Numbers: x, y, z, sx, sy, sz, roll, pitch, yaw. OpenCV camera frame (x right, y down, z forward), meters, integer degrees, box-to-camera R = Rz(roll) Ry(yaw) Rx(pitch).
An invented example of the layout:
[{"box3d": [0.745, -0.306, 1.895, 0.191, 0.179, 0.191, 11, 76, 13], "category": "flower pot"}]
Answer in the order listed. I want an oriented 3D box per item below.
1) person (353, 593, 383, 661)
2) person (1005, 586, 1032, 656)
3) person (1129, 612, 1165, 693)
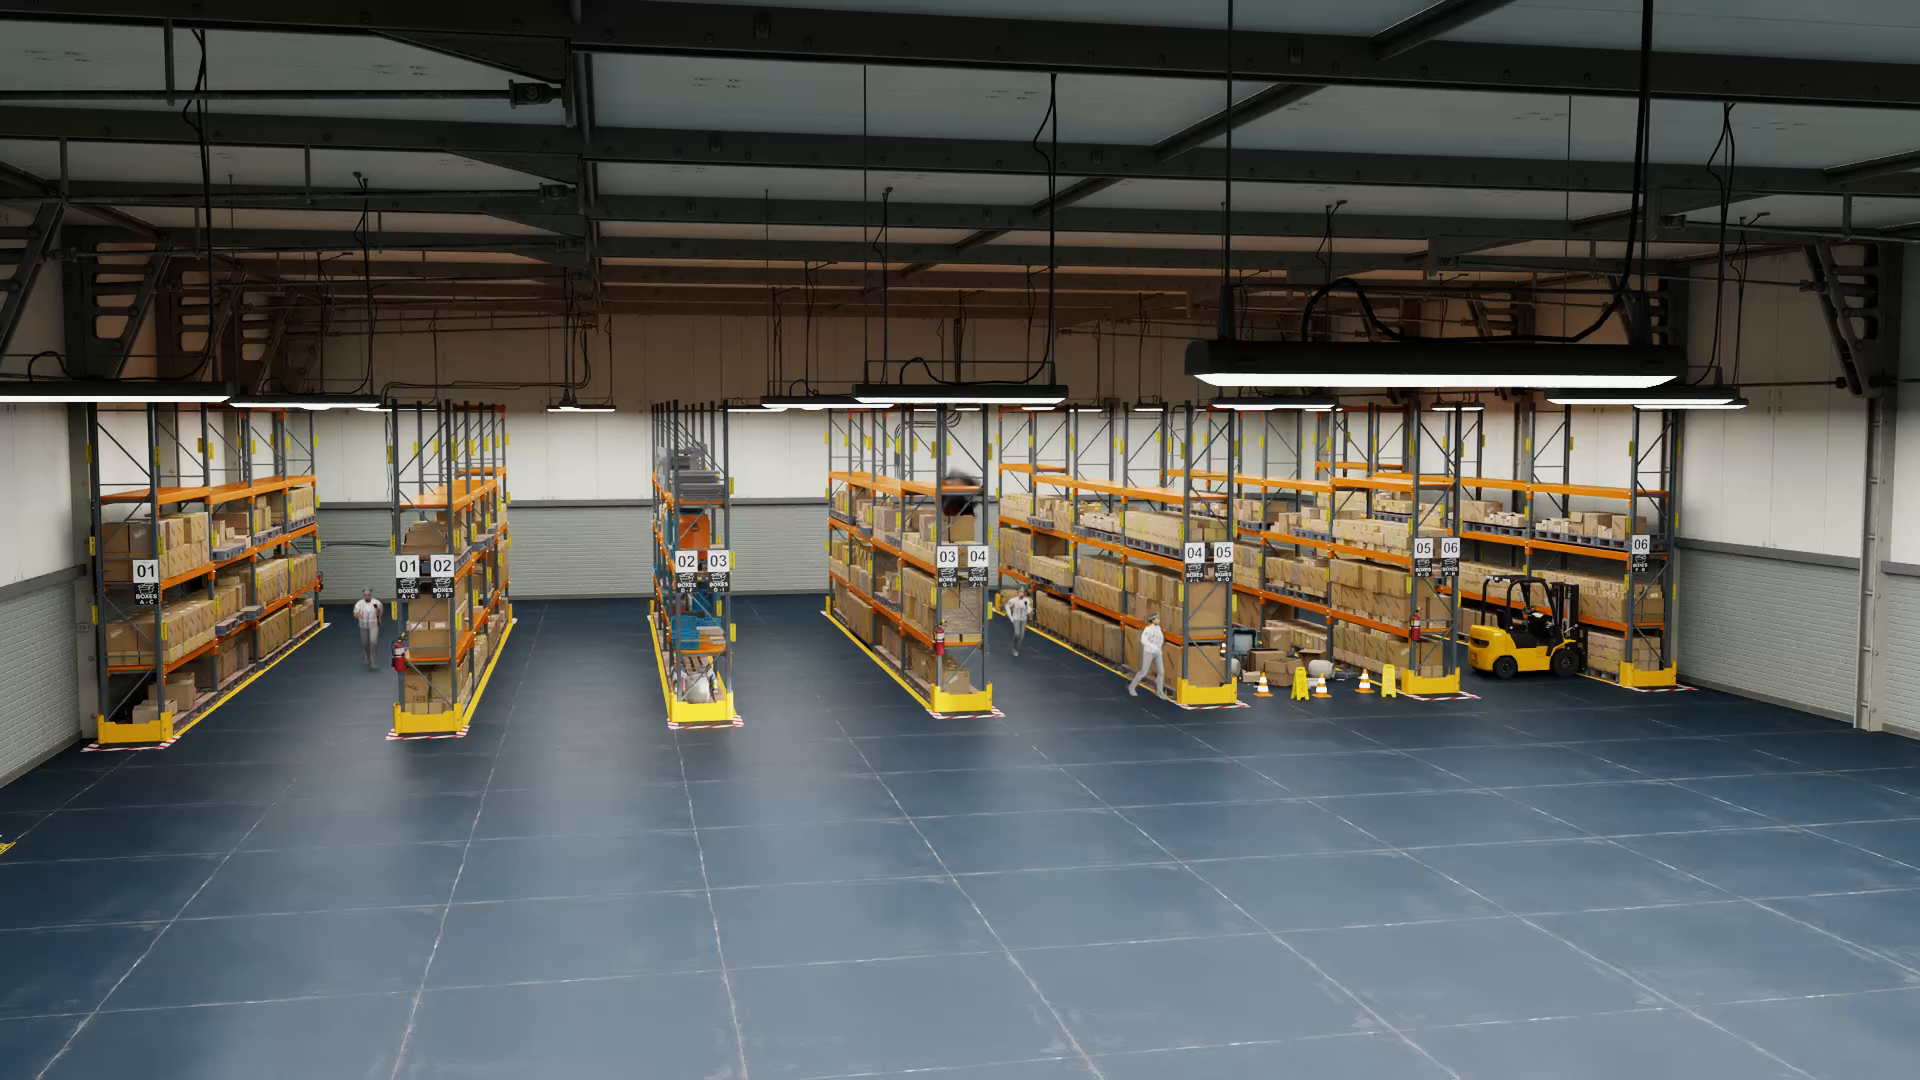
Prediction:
[{"box3d": [-13.471, 1.928, 37.852, 0.608, 1.607, 0.876, -1, 4, -13], "category": "person"}, {"box3d": [1.413, 1.910, 39.392, 0.607, 1.650, 0.632, -1, 4, -14], "category": "person"}, {"box3d": [3.723, 2.190, 32.517, 0.480, 1.590, 0.709, -4, 6, -43], "category": "person"}]
